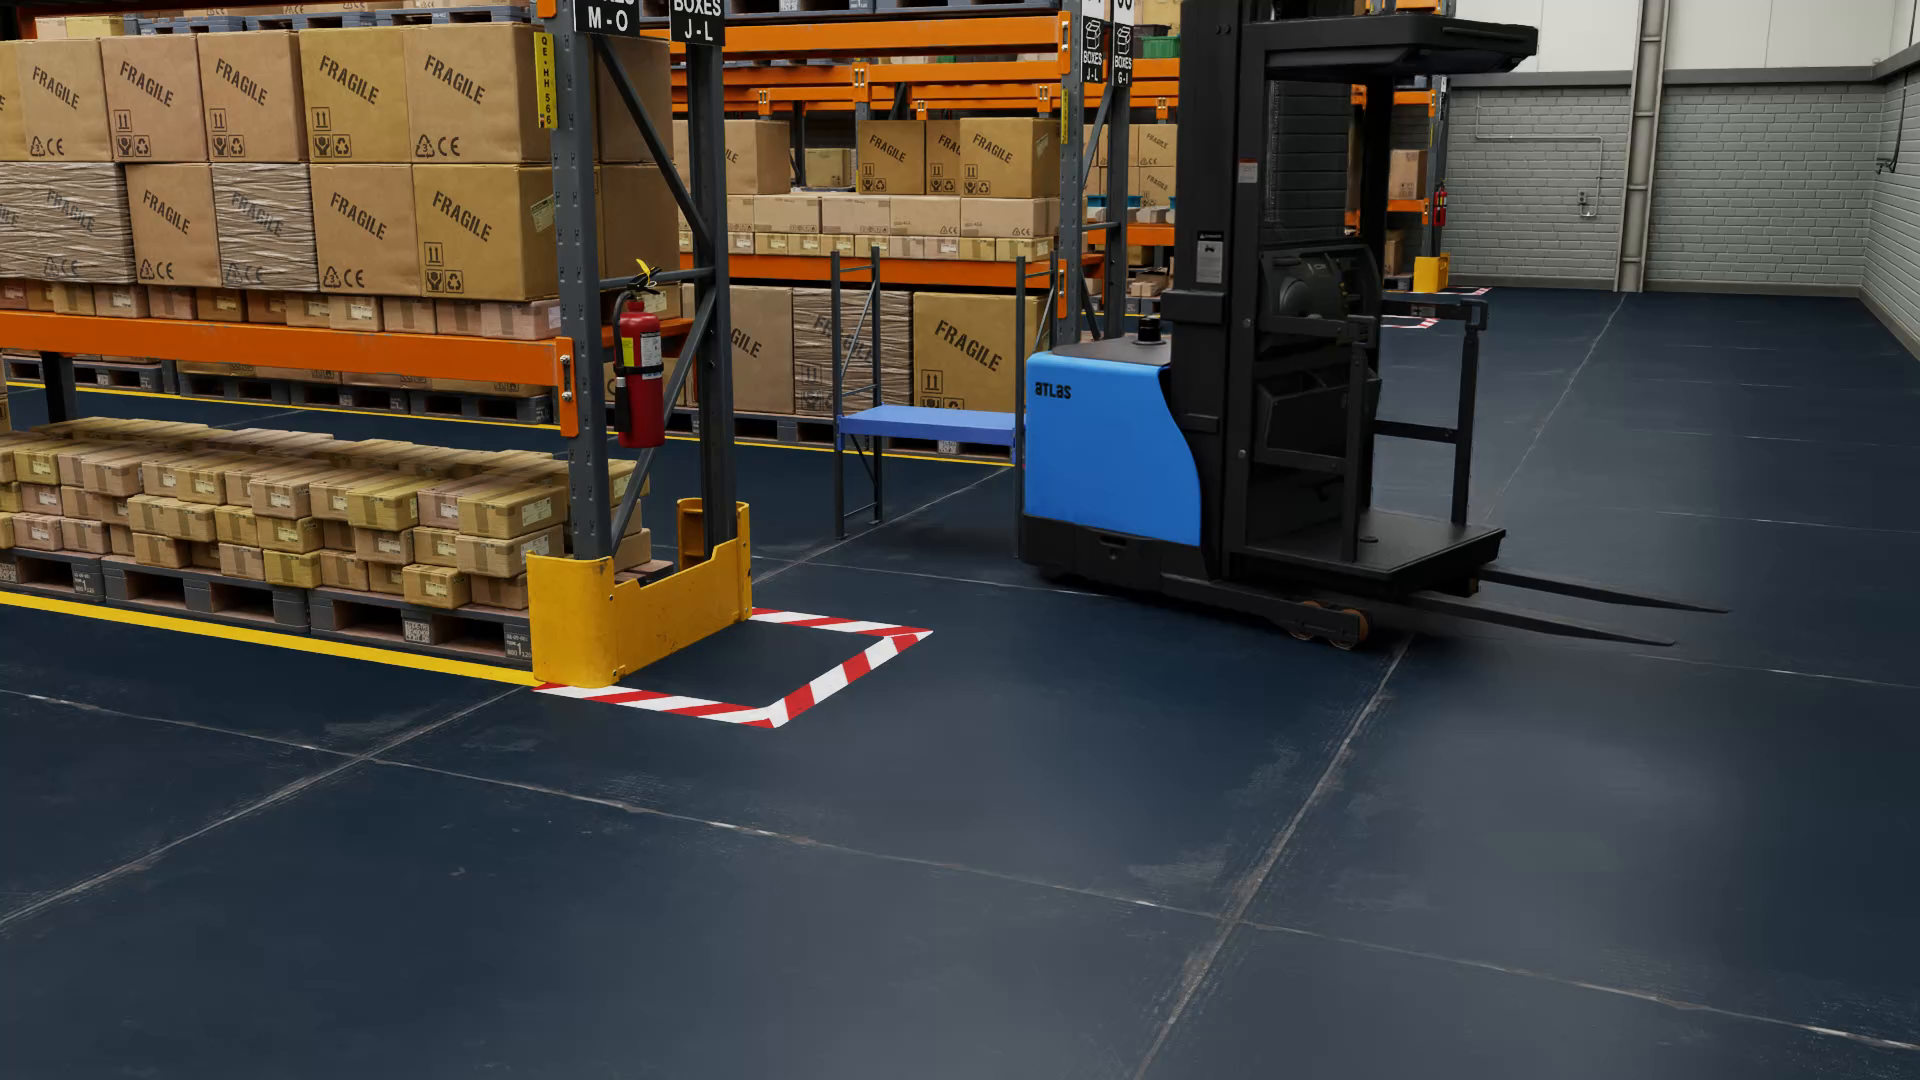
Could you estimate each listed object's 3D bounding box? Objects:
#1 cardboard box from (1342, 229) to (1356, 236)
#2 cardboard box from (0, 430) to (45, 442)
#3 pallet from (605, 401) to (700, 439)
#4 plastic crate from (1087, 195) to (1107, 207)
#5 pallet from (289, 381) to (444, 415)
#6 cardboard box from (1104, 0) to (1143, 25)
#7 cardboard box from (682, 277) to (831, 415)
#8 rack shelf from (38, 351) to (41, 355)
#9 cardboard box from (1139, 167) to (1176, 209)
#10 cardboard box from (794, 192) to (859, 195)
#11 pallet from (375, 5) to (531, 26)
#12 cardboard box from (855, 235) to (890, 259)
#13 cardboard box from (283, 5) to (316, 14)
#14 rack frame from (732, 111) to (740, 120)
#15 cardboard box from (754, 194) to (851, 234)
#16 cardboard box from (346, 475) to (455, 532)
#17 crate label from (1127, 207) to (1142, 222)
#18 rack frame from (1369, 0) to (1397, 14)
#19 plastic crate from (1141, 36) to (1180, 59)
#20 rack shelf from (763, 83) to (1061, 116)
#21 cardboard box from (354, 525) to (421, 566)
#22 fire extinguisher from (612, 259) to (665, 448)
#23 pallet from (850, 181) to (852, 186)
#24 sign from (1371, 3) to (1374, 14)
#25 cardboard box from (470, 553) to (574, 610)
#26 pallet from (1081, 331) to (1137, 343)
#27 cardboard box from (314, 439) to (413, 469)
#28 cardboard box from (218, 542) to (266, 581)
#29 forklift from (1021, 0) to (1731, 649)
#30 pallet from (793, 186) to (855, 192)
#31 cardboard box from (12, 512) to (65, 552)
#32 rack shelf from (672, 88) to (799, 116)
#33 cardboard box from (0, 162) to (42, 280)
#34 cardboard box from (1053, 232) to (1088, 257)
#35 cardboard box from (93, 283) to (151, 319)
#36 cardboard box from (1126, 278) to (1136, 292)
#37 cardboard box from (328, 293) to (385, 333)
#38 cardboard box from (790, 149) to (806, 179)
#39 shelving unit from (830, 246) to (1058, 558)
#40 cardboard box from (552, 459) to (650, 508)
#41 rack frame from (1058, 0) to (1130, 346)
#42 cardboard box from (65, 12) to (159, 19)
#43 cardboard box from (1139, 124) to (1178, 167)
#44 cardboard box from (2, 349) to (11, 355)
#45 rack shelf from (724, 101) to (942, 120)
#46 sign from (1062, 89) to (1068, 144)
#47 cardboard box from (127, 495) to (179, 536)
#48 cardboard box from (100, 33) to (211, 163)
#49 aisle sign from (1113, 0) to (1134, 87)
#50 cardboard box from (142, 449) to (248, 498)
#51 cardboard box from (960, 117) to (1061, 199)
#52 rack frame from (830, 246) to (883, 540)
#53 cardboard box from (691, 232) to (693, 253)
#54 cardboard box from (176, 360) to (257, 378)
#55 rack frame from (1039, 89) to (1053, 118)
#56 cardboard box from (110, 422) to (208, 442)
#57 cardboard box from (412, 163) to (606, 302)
[{"bbox_3d":[5.795,-4.494,24.473,0.250,0.149,0.380,6,15,25],"label":"cardboard box"},{"bbox_3d":[-4.646,-0.420,7.999,0.250,0.149,0.380,6,15,26],"label":"cardboard box"},{"bbox_3d":[-2.112,-0.972,12.434,1.213,0.211,1.003,6,14,23],"label":"pallet"},{"bbox_3d":[1.317,-3.269,16.356,0.300,0.233,0.416,6,14,23],"label":"plastic crate"},{"bbox_3d":[-4.631,-1.227,13.520,1.213,0.211,1.003,6,14,23],"label":"pallet"},{"bbox_3d":[2.100,-6.368,20.351,0.500,0.500,0.700,6,14,23],"label":"cardboard box"},{"bbox_3d":[-1.382,-1.425,11.993,0.875,0.875,0.875,6,14,23],"label":"cardboard box"},{"bbox_3d":[-6.705,-1.224,8.980,4.000,0.370,1.077,6,14,23],"label":"rack shelf"},{"bbox_3d":[2.522,-4.336,20.448,0.500,0.500,0.500,6,14,23],"label":"cardboard box"},{"bbox_3d":[-0.863,-2.360,11.921,0.500,0.250,0.500,5,14,22],"label":"cardboard box"},{"bbox_3d":[-3.634,-3.858,12.481,1.217,0.209,0.805,5,14,21],"label":"pallet"},{"bbox_3d":[-0.512,-1.982,11.185,0.250,0.149,0.380,5,14,22],"label":"cardboard box"},{"bbox_3d":[-5.021,-4.397,13.221,0.500,0.500,0.500,7,15,26],"label":"cardboard box"},{"bbox_3d":[-4.071,-6.260,28.866,0.127,3.000,1.000,6,14,23],"label":"rack frame"},{"bbox_3d":[-1.076,-2.248,11.448,0.500,0.250,0.500,6,14,23],"label":"cardboard box"},{"bbox_3d":[-2.301,-0.154,6.864,0.250,0.149,0.380,5,14,22],"label":"cardboard box"},{"bbox_3d":[1.545,-3.069,15.715,0.243,0.136,0.396,6,14,23],"label":"crate label"},{"bbox_3d":[4.898,-7.035,19.038,0.127,3.000,1.000,6,14,23],"label":"rack frame"},{"bbox_3d":[1.870,-4.469,15.132,0.336,0.188,0.450,6,14,23],"label":"plastic crate"},{"bbox_3d":[-0.588,-5.780,21.829,4.000,0.370,1.077,6,14,23],"label":"rack shelf"},{"bbox_3d":[-2.294,-0.017,6.933,0.250,0.149,0.380,5,14,21],"label":"cardboard box"},{"bbox_3d":[-1.176,-0.680,6.073,0.183,0.674,0.296,6,14,23],"label":"fire extinguisher"},{"bbox_3d":[-1.109,-5.840,27.497,1.003,0.211,1.213,6,14,23],"label":"pallet"},{"bbox_3d":[4.654,-5.892,18.794,0.005,0.325,0.100,6,14,23],"label":"sign"},{"bbox_3d":[-1.785,0.159,6.832,0.250,0.149,0.380,6,15,24],"label":"cardboard box"},{"bbox_3d":[1.038,-1.920,16.477,1.213,0.211,1.003,6,14,23],"label":"pallet"},{"bbox_3d":[-2.772,-0.362,7.752,0.250,0.149,0.380,6,14,24],"label":"cardboard box"},{"bbox_3d":[-3.000,0.054,7.280,0.250,0.149,0.380,6,15,24],"label":"cardboard box"},{"bbox_3d":[1.724,-1.112,7.078,3.031,2.935,1.130,12,18,41],"label":"forklift"},{"bbox_3d":[-1.769,-4.713,22.695,1.003,0.211,1.213,6,14,23],"label":"pallet"},{"bbox_3d":[-4.182,-0.068,7.801,0.250,0.149,0.380,6,14,23],"label":"cardboard box"},{"bbox_3d":[-4.245,-6.150,23.406,4.000,0.370,1.077,6,14,23],"label":"rack shelf"},{"bbox_3d":[-4.071,-1.440,7.456,0.500,0.500,0.500,6,14,23],"label":"cardboard box"},{"bbox_3d":[0.691,-2.025,11.370,0.250,0.149,0.380,6,14,24],"label":"cardboard box"},{"bbox_3d":[-3.527,-1.061,7.259,0.250,0.149,0.380,6,15,26],"label":"cardboard box"},{"bbox_3d":[2.243,-3.295,21.510,0.250,0.149,0.380,6,14,23],"label":"cardboard box"},{"bbox_3d":[-2.323,-0.938,6.735,0.250,0.149,0.380,6,15,25],"label":"cardboard box"},{"bbox_3d":[-2.497,-6.361,28.115,0.500,0.500,0.700,8,15,31],"label":"cardboard box"},{"bbox_3d":[-0.078,-0.738,8.617,1.048,1.500,0.538,6,14,23],"label":"shelving unit"},{"bbox_3d":[-1.561,-0.245,7.251,0.250,0.149,0.380,5,14,21],"label":"cardboard box"},{"bbox_3d":[0.882,-2.046,10.907,0.127,3.000,1.000,6,14,23],"label":"rack frame"},{"bbox_3d":[-6.970,-4.530,13.616,0.500,0.500,0.500,6,15,25],"label":"cardboard box"},{"bbox_3d":[2.499,-4.822,20.333,0.500,0.500,0.500,5,14,22],"label":"cardboard box"},{"bbox_3d":[-8.597,-1.992,15.188,0.500,0.500,0.700,4,14,18],"label":"cardboard box"},{"bbox_3d":[-2.242,-7.185,27.817,4.000,0.370,1.077,6,14,23],"label":"rack shelf"},{"bbox_3d":[0.649,-2.613,10.270,0.005,0.325,0.100,6,14,23],"label":"sign"},{"bbox_3d":[-3.477,-0.138,7.447,0.250,0.149,0.380,6,14,23],"label":"cardboard box"},{"bbox_3d":[-3.166,-1.831,6.934,0.500,0.500,0.500,5,14,21],"label":"cardboard box"},{"bbox_3d":[1.069,-3.367,10.849,0.004,0.787,0.394,6,14,23],"label":"aisle sign"},{"bbox_3d":[-3.437,-0.301,7.492,0.250,0.149,0.380,5,14,21],"label":"cardboard box"},{"bbox_3d":[0.330,-2.473,10.763,0.500,0.500,0.500,6,14,24],"label":"cardboard box"},{"bbox_3d":[-0.543,-0.785,8.818,0.032,1.500,0.500,6,14,23],"label":"rack frame"},{"bbox_3d":[-1.683,-2.101,11.691,0.250,0.149,0.380,6,14,22],"label":"cardboard box"},{"bbox_3d":[-5.810,-1.888,13.966,0.875,0.875,1.225,5,14,21],"label":"cardboard box"},{"bbox_3d":[1.240,-4.485,21.301,0.127,3.000,1.000,6,14,23],"label":"rack frame"},{"bbox_3d":[-3.966,-0.480,8.253,0.250,0.149,0.380,6,14,23],"label":"cardboard box"},{"bbox_3d":[-1.735,-1.200,6.435,0.500,0.500,0.500,6,15,24],"label":"cardboard box"}]
